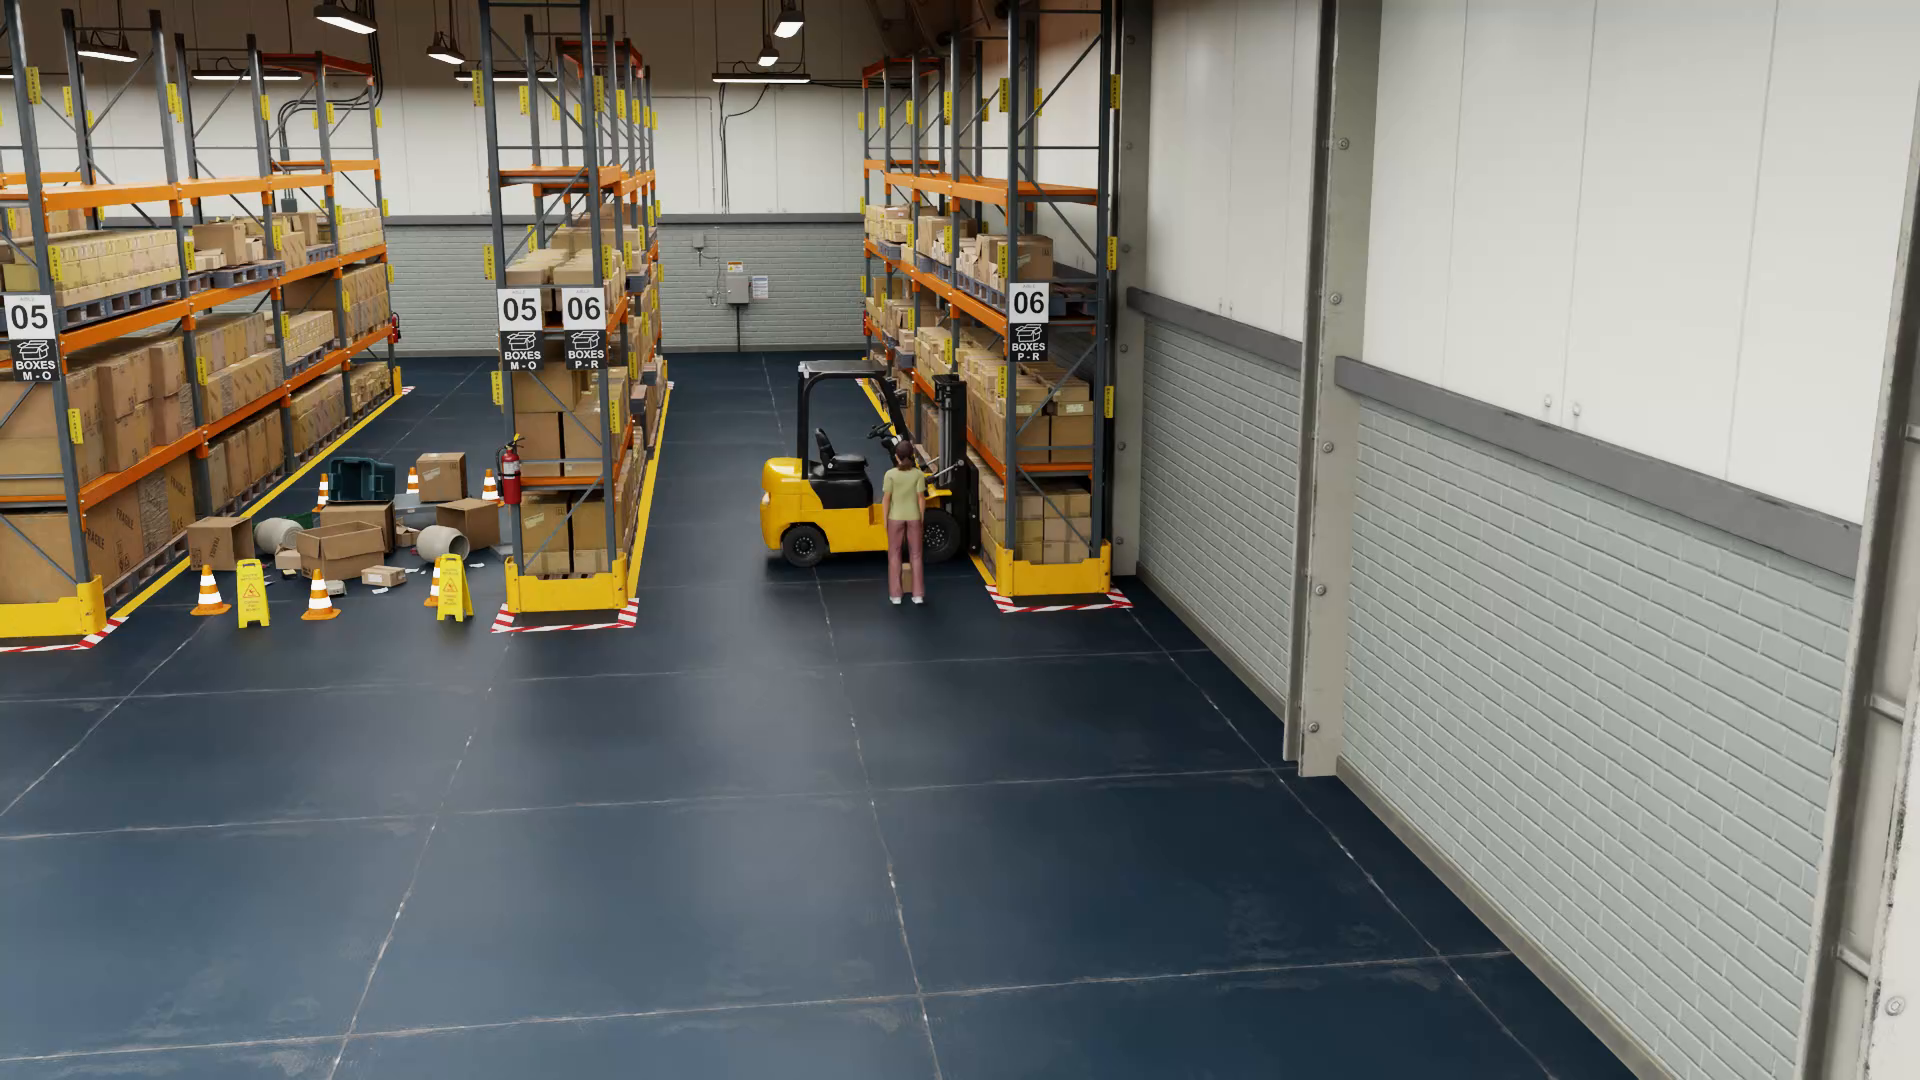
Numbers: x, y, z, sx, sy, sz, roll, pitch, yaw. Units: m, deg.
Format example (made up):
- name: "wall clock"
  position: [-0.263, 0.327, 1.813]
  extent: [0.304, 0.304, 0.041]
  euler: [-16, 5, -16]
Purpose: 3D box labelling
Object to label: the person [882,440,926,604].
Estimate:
- name: "person"
  position: [-0.564, -0.167, 16.777]
  extent: [0.440, 1.693, 0.369]
  euler: [-2, 13, -7]
